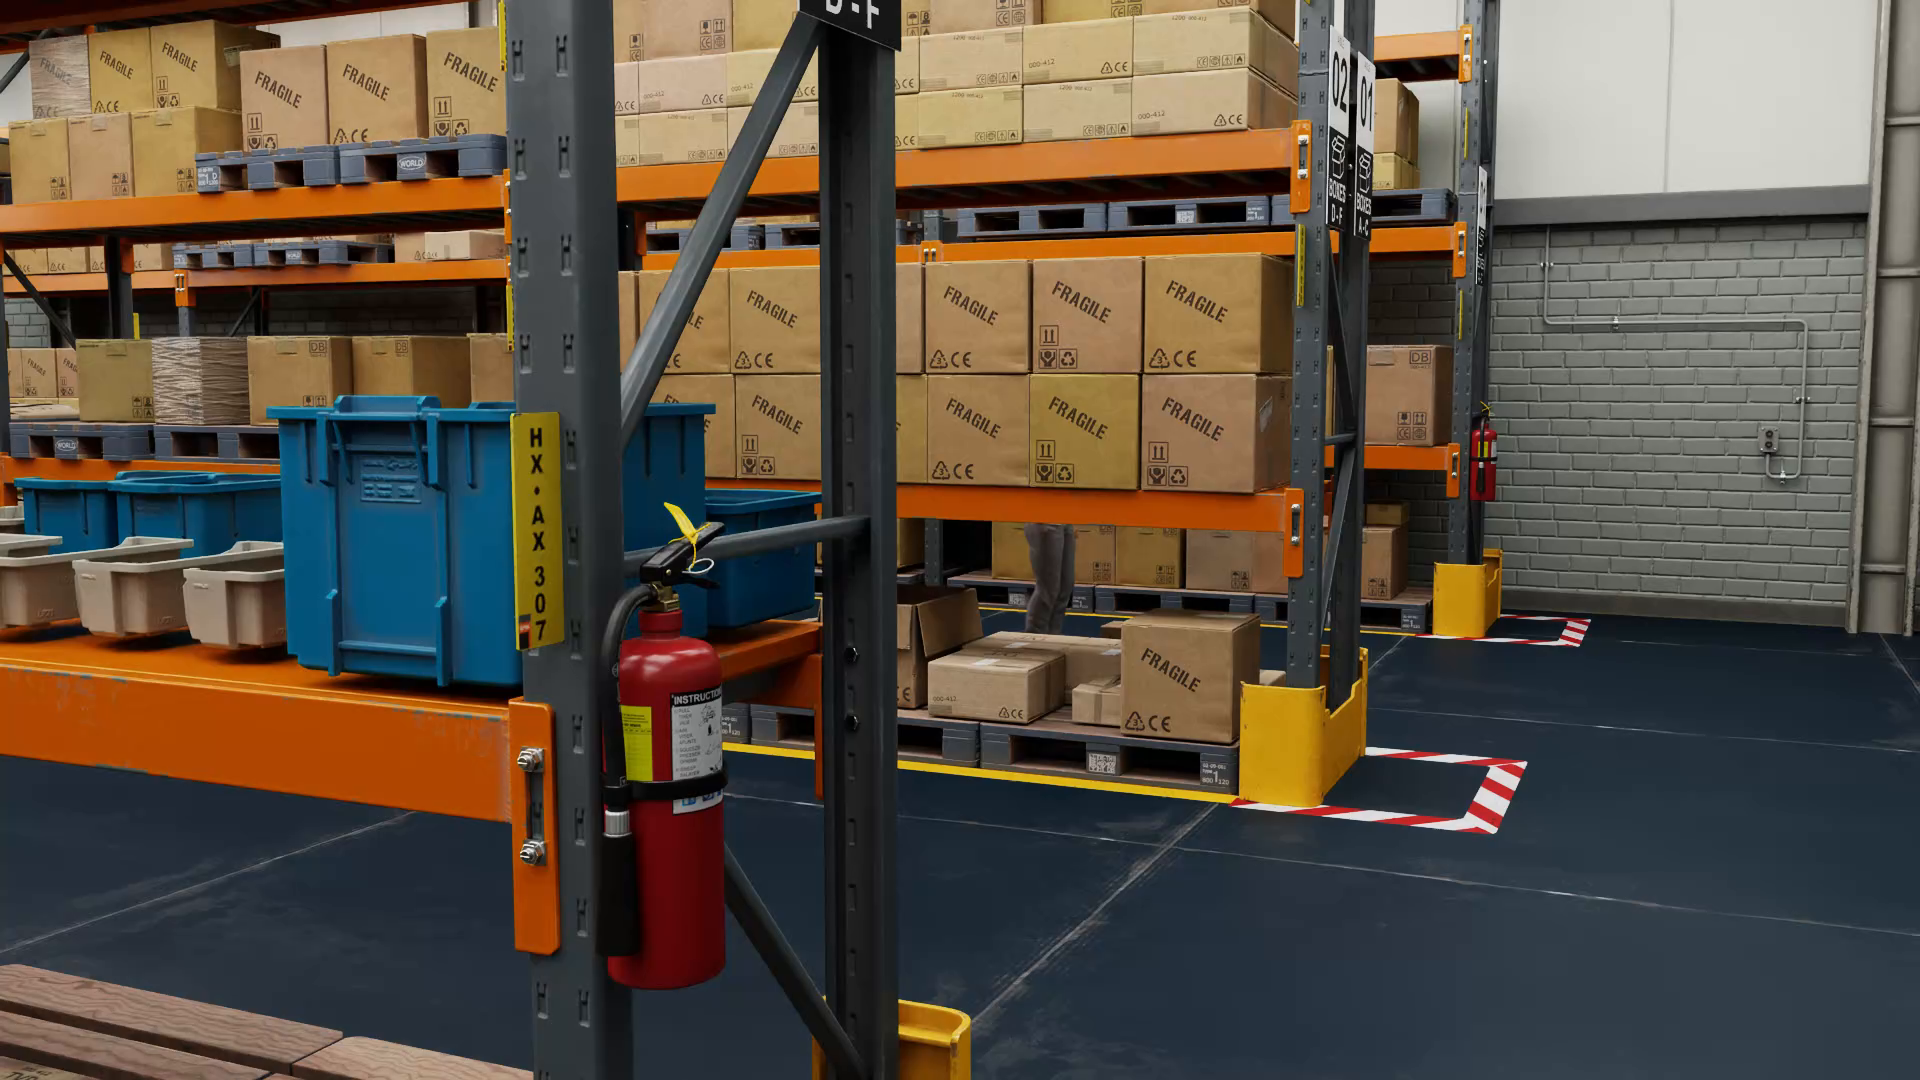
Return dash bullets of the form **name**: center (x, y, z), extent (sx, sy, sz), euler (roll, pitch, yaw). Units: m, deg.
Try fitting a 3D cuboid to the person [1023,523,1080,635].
- **person**: center (0.588, -0.064, 10.505), extent (0.339, 1.661, 0.439), euler (3, 6, 25)
